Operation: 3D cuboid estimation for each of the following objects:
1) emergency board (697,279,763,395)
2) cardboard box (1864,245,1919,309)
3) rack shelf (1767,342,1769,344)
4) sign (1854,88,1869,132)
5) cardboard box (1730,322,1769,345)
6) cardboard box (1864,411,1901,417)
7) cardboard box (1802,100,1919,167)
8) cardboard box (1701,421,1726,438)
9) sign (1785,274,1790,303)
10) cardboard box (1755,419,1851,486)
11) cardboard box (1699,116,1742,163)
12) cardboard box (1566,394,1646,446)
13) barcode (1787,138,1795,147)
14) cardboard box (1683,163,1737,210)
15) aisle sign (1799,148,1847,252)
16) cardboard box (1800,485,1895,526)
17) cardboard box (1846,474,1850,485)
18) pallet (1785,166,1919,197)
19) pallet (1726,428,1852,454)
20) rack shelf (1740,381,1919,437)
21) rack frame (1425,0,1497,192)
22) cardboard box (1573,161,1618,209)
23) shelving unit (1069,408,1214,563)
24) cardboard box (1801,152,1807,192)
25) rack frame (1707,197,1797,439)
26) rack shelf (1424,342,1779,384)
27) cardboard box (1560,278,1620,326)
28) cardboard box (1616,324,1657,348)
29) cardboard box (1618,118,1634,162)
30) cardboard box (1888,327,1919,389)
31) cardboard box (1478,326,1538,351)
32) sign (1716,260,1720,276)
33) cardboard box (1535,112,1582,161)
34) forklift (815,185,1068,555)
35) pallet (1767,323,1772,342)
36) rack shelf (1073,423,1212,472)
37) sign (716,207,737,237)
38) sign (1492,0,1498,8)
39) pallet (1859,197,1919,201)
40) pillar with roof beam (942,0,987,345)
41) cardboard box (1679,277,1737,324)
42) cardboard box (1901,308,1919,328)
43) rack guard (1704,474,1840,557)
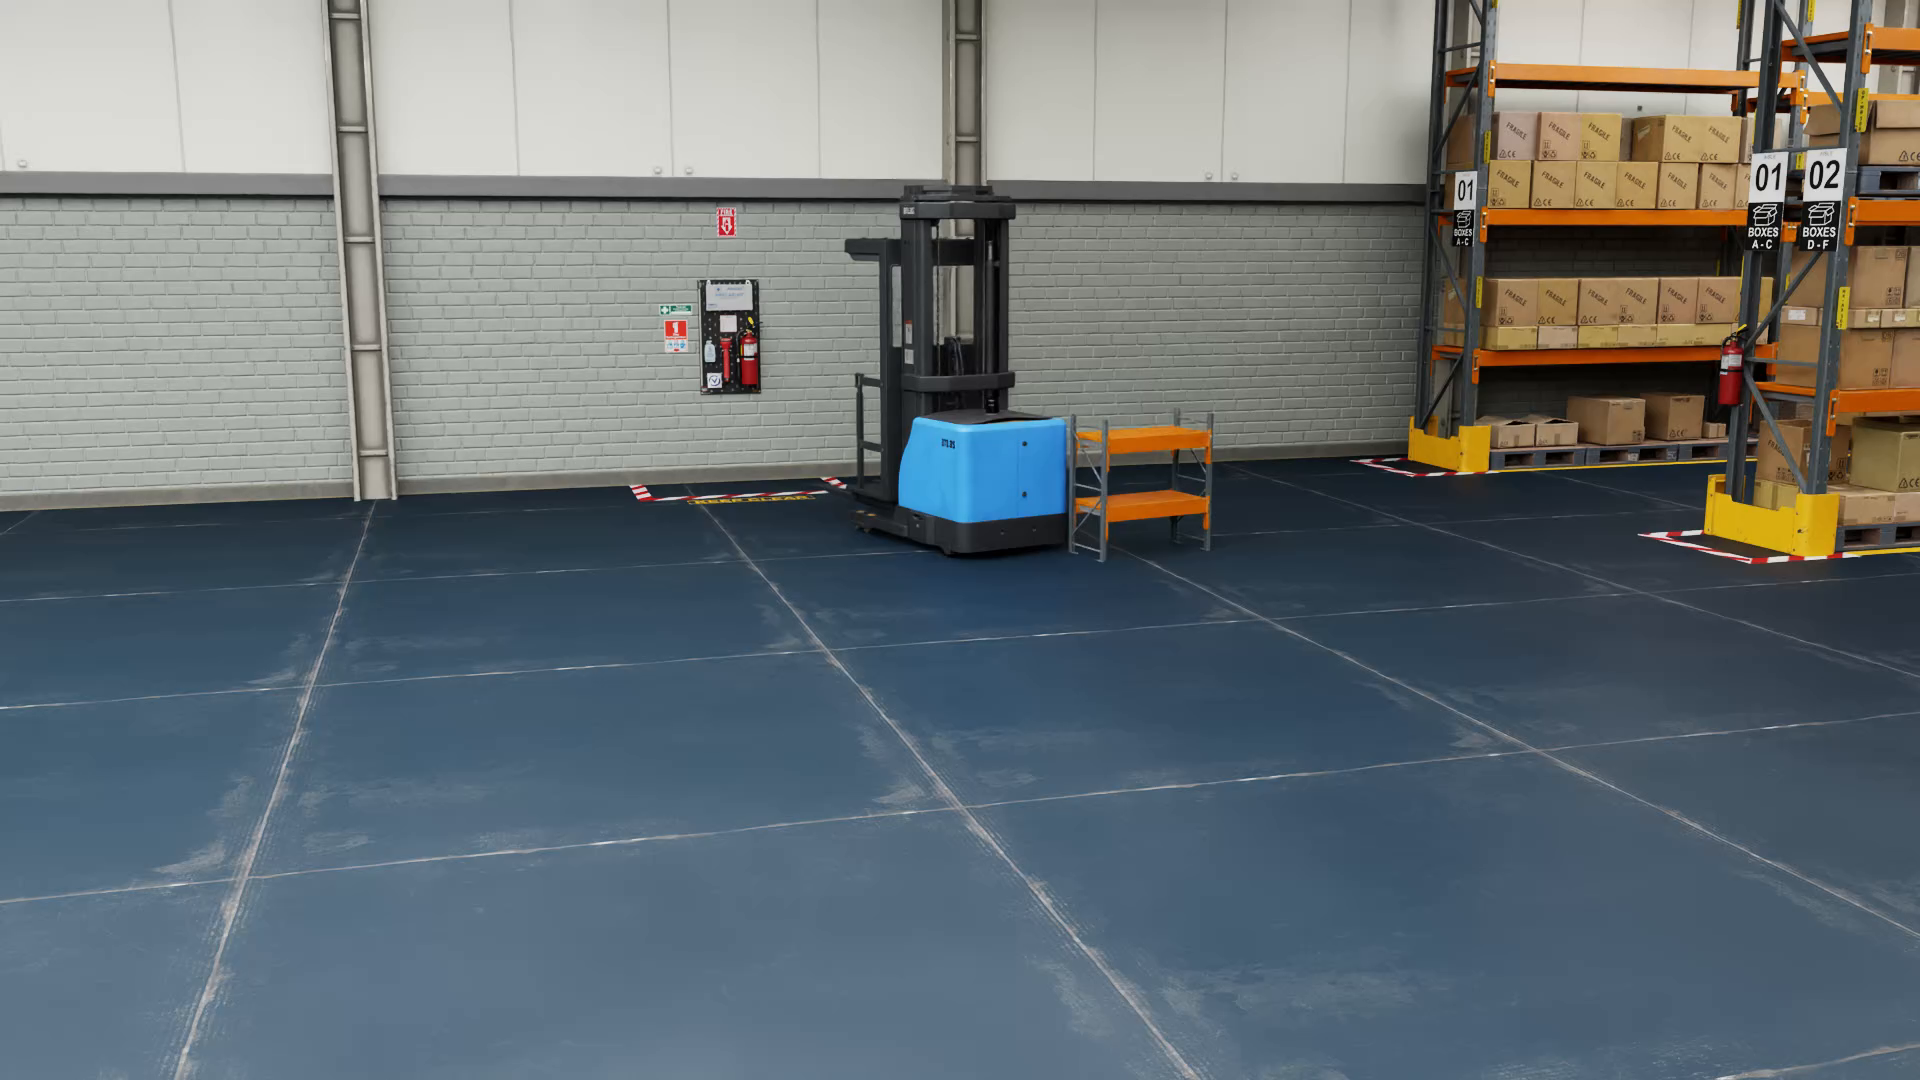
[{"bbox_3d":[-2.337,-2.074,17.025,0.643,1.169,0.194,-3,11,-16],"label":"emergency board"},{"bbox_3d":[7.771,-2.188,13.786,0.500,0.500,0.700,-3,11,-17],"label":"cardboard box"},{"bbox_3d":[11.137,-2.260,20.023,4.000,0.370,1.077,-3,11,-16],"label":"rack shelf"},{"bbox_3d":[6.914,-3.296,12.748,0.005,0.325,0.100,-3,11,-16],"label":"sign"},{"bbox_3d":[8.847,-2.372,19.004,0.500,0.250,0.500,-3,11,-16],"label":"cardboard box"},{"bbox_3d":[10.902,-1.593,20.104,0.500,0.500,0.700,-3,11,-15],"label":"cardboard box"},{"bbox_3d":[7.318,-3.279,13.454,0.637,0.503,0.797,-2,11,-12],"label":"cardboard box"},{"bbox_3d":[8.712,-1.303,19.450,0.250,0.166,0.380,-5,11,-23],"label":"cardboard box"},{"bbox_3d":[9.376,-2.844,18.820,0.005,0.325,0.100,-3,11,-16],"label":"sign"},{"bbox_3d":[7.196,-0.751,14.203,0.500,0.500,0.500,-3,11,-16],"label":"cardboard box"},{"bbox_3d":[8.286,-4.436,18.480,0.500,0.500,0.500,-2,11,-13],"label":"cardboard box"},{"bbox_3d":[7.332,-1.374,18.912,0.500,0.500,0.700,-4,11,-20],"label":"cardboard box"},{"bbox_3d":[6.920,-3.309,13.846,0.075,0.075,0.001,-3,11,-16],"label":"barcode"},{"bbox_3d":[8.312,-3.955,18.627,0.500,0.500,0.500,-4,11,-21],"label":"cardboard box"},{"bbox_3d":[6.787,-2.671,13.089,0.004,0.787,0.394,-3,11,-16],"label":"aisle sign"},{"bbox_3d":[7.342,-0.292,13.780,0.500,0.250,0.500,-3,11,-16],"label":"cardboard box"},{"bbox_3d":[7.674,-0.409,14.418,0.500,0.250,0.500,-3,11,-16],"label":"cardboard box"},{"bbox_3d":[7.451,-2.912,13.538,1.213,0.211,1.003,-3,11,-16],"label":"pallet"},{"bbox_3d":[9.964,-1.181,19.876,1.213,0.211,1.003,-3,11,-16],"label":"pallet"},{"bbox_3d":[8.685,-1.196,14.247,4.000,0.370,1.077,-3,11,-16],"label":"rack shelf"},{"bbox_3d":[5.376,-5.260,17.766,0.127,3.000,1.000,-3,11,-16],"label":"rack frame"},{"bbox_3d":[6.790,-3.865,18.142,0.500,0.500,0.500,-2,11,-13],"label":"cardboard box"},{"bbox_3d":[1.462,-0.460,13.440,1.048,1.125,0.538,-6,12,-28],"label":"shelving unit"},{"bbox_3d":[9.764,-4.257,19.164,0.500,0.500,0.500,-1,11,-8],"label":"cardboard box"},{"bbox_3d":[9.217,-2.512,19.408,0.127,3.000,1.000,-3,11,-16],"label":"rack frame"},{"bbox_3d":[7.297,-2.057,18.924,4.000,0.370,1.077,-3,11,-16],"label":"rack shelf"},{"bbox_3d":[6.894,-2.635,18.362,0.500,0.500,0.500,-3,11,-18],"label":"cardboard box"},{"bbox_3d":[7.405,-2.294,18.582,0.500,0.250,0.500,-3,11,-15],"label":"cardboard box"},{"bbox_3d":[7.203,-4.478,18.707,0.500,0.500,0.500,-3,11,-16],"label":"cardboard box"},{"bbox_3d":[7.719,-1.547,13.888,0.500,0.500,0.700,-3,11,-14],"label":"cardboard box"},{"bbox_3d":[5.934,-2.215,18.155,0.500,0.250,0.500,-3,11,-18],"label":"cardboard box"},{"bbox_3d":[9.058,-3.178,19.826,0.005,0.325,0.100,-3,11,-16],"label":"sign"},{"bbox_3d":[6.310,-4.330,17.902,0.500,0.500,0.500,-3,11,-17],"label":"cardboard box"},{"bbox_3d":[-0.306,-1.545,14.343,1.130,2.935,3.031,-6,12,-30],"label":"forklift"},{"bbox_3d":[9.992,-2.431,19.498,1.213,0.211,1.003,-3,11,-16],"label":"pallet"},{"bbox_3d":[1.462,-0.748,13.387,1.000,0.278,0.538,-6,12,-28],"label":"rack shelf"},{"bbox_3d":[-2.373,-3.231,16.907,0.199,0.298,0.001,-3,11,-16],"label":"sign"},{"bbox_3d":[5.528,-5.664,17.161,0.005,0.325,0.100,-3,11,-16],"label":"sign"},{"bbox_3d":[10.835,-3.961,19.511,1.003,0.211,1.213,-3,11,-16],"label":"pallet"},{"bbox_3d":[1.249,-4.394,13.060,0.400,9.000,9.100,-3,11,-16],"label":"pillar with roof beam"},{"bbox_3d":[8.372,-2.713,18.788,0.500,0.500,0.500,-3,11,-16],"label":"cardboard box"},{"bbox_3d":[7.694,-1.826,13.611,0.250,0.149,0.380,-3,11,-16],"label":"cardboard box"},{"bbox_3d":[6.742,-0.218,13.852,0.348,0.500,1.175,-3,11,-16],"label":"rack guard"}]
